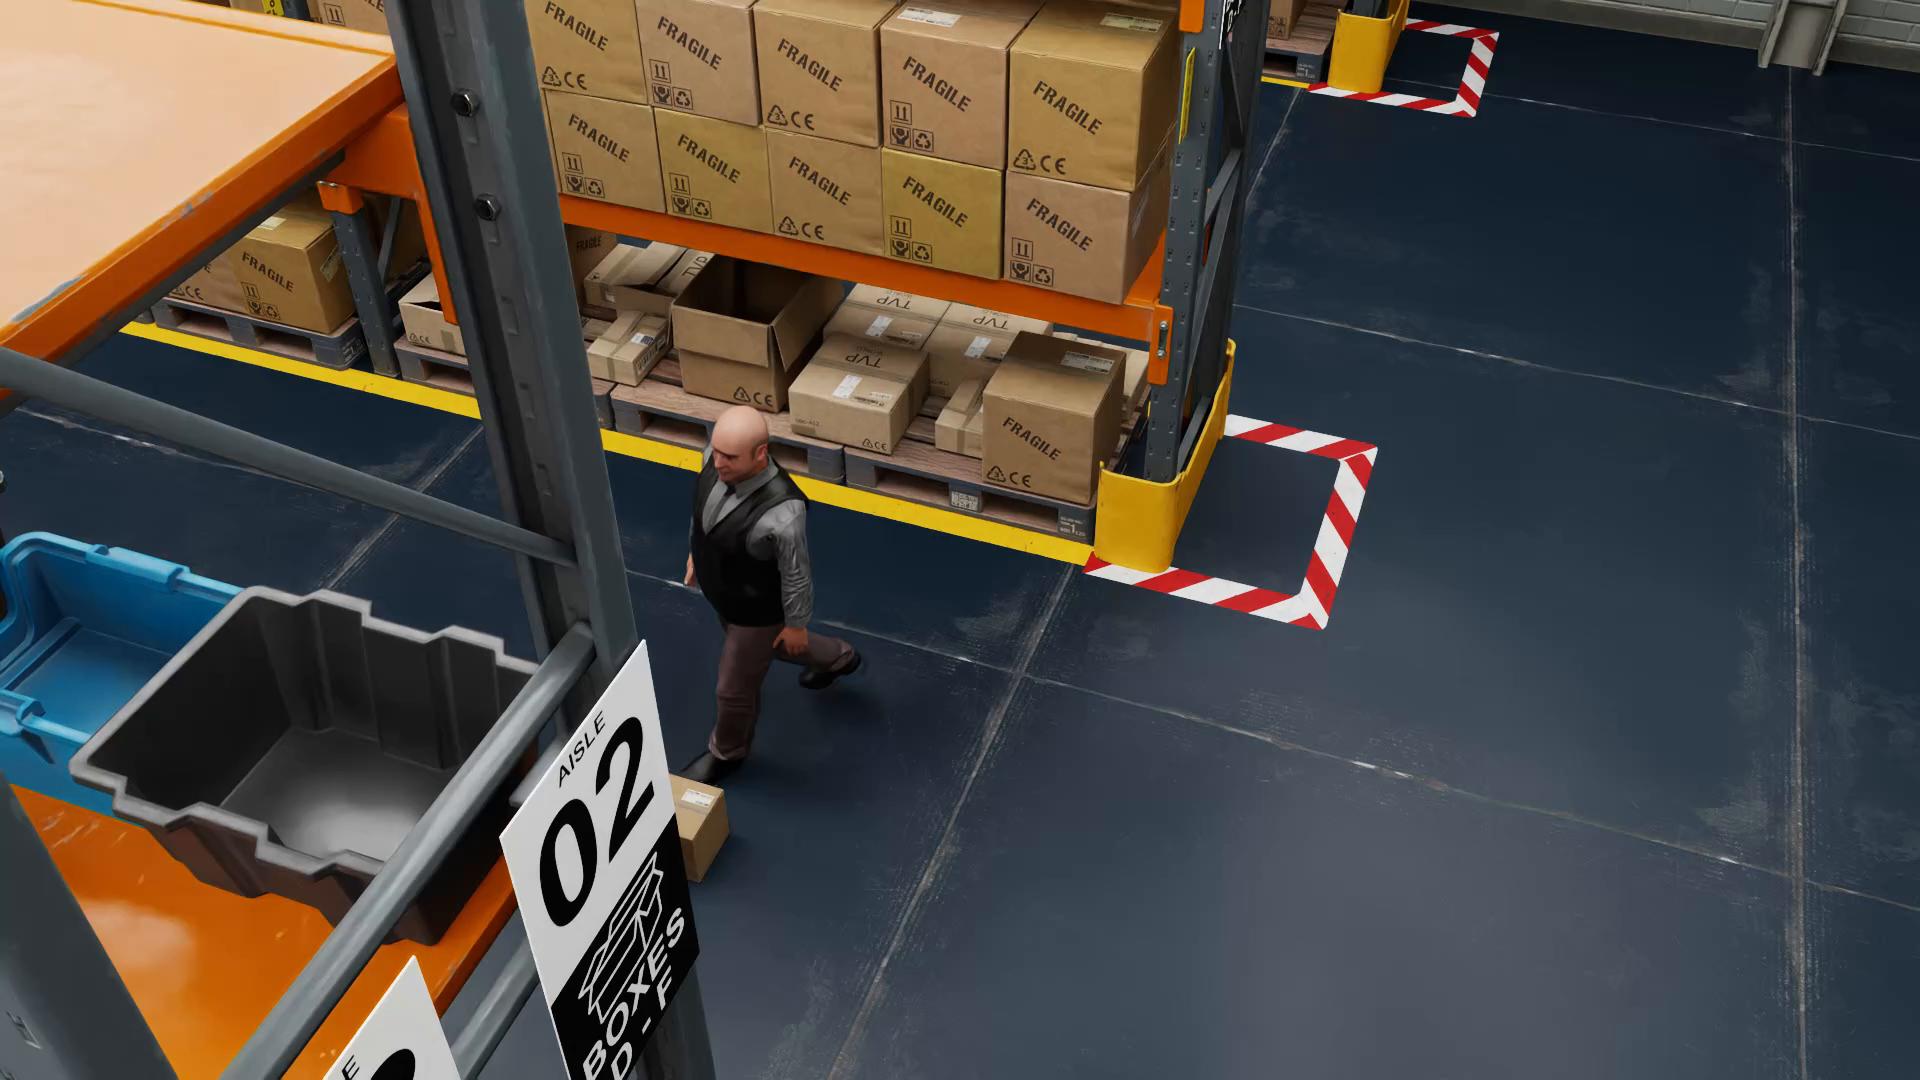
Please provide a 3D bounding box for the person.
[{"bbox_3d":[-0.734,0.171,5.977,0.796,1.712,0.602,-27,48,-28],"label":"person"}]
